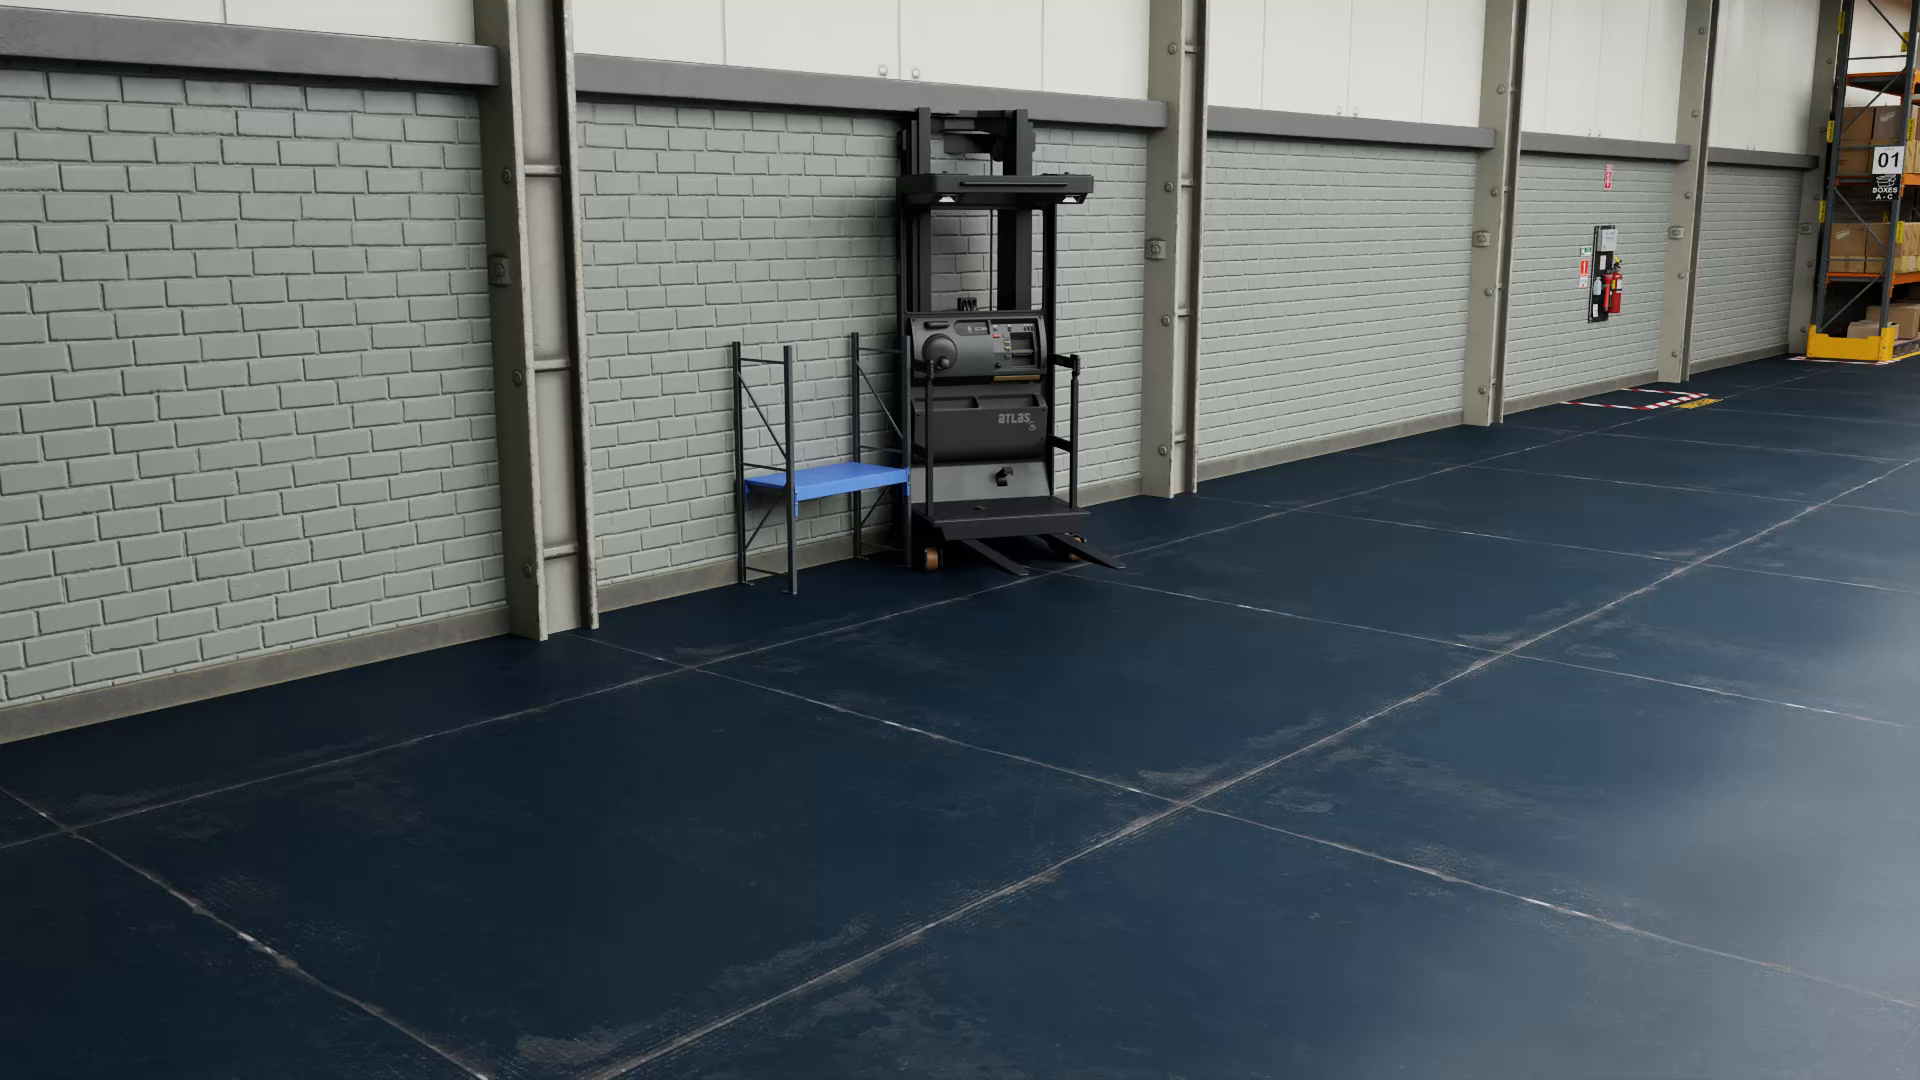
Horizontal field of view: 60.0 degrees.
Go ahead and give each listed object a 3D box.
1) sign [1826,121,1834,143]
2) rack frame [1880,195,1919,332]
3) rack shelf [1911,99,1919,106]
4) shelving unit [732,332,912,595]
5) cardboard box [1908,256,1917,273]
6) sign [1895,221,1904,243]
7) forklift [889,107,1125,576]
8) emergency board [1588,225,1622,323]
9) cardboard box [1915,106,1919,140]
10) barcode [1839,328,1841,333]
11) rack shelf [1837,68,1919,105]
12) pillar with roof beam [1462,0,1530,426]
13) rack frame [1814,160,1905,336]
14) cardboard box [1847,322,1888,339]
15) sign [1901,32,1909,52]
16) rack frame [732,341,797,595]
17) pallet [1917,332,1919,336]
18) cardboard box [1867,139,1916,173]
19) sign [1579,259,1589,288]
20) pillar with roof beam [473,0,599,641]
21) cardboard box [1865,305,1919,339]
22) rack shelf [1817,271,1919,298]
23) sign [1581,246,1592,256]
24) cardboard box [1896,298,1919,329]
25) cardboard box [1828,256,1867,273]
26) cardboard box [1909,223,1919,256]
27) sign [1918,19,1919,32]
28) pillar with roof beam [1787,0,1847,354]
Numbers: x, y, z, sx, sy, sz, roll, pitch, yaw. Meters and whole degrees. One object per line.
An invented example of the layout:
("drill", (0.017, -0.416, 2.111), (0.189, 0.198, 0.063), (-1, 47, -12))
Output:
("sign", (13.372, -6.271, 25.529), (0.100, 0.325, 0.005), (10, 15, 40))
("rack frame", (16.416, -4.879, 28.482), (1.000, 3.000, 0.127), (10, 15, 40))
("rack shelf", (17.736, -7.567, 29.477), (1.077, 0.370, 4.000), (10, 15, 40))
("shelving unit", (-0.848, -0.512, 10.447), (0.538, 1.500, 1.048), (10, 15, 40))
("cardboard box", (14.668, -4.336, 26.094), (0.500, 0.250, 0.500), (9, 15, 39))
("sign", (14.183, -4.645, 25.100), (0.100, 0.325, 0.005), (10, 15, 40))
("forklift", (0.192, -1.320, 10.836), (1.130, 2.935, 3.031), (-4, 12, -17))
("emergency board", (7.967, -3.264, 20.396), (0.194, 1.169, 0.643), (10, 15, 40))
("cardboard box", (14.581, -6.403, 25.596), (0.500, 0.500, 0.500), (10, 15, 40))
("barcode", (14.011, -3.337, 26.479), (0.001, 0.075, 0.075), (10, 15, 40))
("rack shelf", (15.096, -7.173, 26.492), (1.077, 0.370, 4.000), (10, 15, 40))
("pillar with roof beam", (8.900, -5.125, 14.398), (9.100, 9.000, 0.400), (10, 15, 40))
("rack frame", (13.775, -4.291, 25.536), (1.000, 3.000, 0.127), (10, 15, 40))
("cardboard box", (14.300, -3.278, 26.207), (0.500, 0.311, 0.500), (8, 14, 34))
("sign", (15.995, -8.428, 28.143), (0.100, 0.325, 0.005), (10, 15, 40))
("rack frame", (-1.184, -0.438, 10.073), (0.500, 1.500, 0.032), (10, 15, 40))
("pallet", (15.999, -3.409, 28.238), (1.003, 0.211, 1.213), (10, 15, 40))
("cardboard box", (14.184, -5.837, 25.315), (0.500, 0.500, 0.500), (10, 15, 42))
("sign", (7.525, -3.214, 20.052), (0.001, 0.329, 0.234), (10, 15, 40))
("pillar with roof beam", (0.979, -3.360, 5.558), (9.100, 9.000, 0.400), (10, 15, 40))
("cardboard box", (15.198, -3.556, 27.117), (0.700, 0.500, 0.500), (9, 14, 37))
("rack shelf", (15.096, -4.232, 27.079), (1.077, 0.370, 4.000), (10, 15, 40))
("sign", (7.534, -3.473, 19.998), (0.001, 0.109, 0.331), (10, 15, 40))
("cardboard box", (16.889, -3.980, 29.237), (0.700, 0.500, 0.500), (10, 15, 42))
("cardboard box", (13.938, -4.321, 26.018), (0.500, 0.250, 0.500), (10, 15, 41))
("cardboard box", (14.650, -4.698, 25.990), (0.500, 0.500, 0.500), (10, 15, 41))
("sign", (14.183, -7.659, 24.498), (0.100, 0.325, 0.005), (10, 15, 40))
("pillar with roof beam", (16.822, -6.891, 23.237), (9.100, 9.000, 0.400), (10, 15, 40))
